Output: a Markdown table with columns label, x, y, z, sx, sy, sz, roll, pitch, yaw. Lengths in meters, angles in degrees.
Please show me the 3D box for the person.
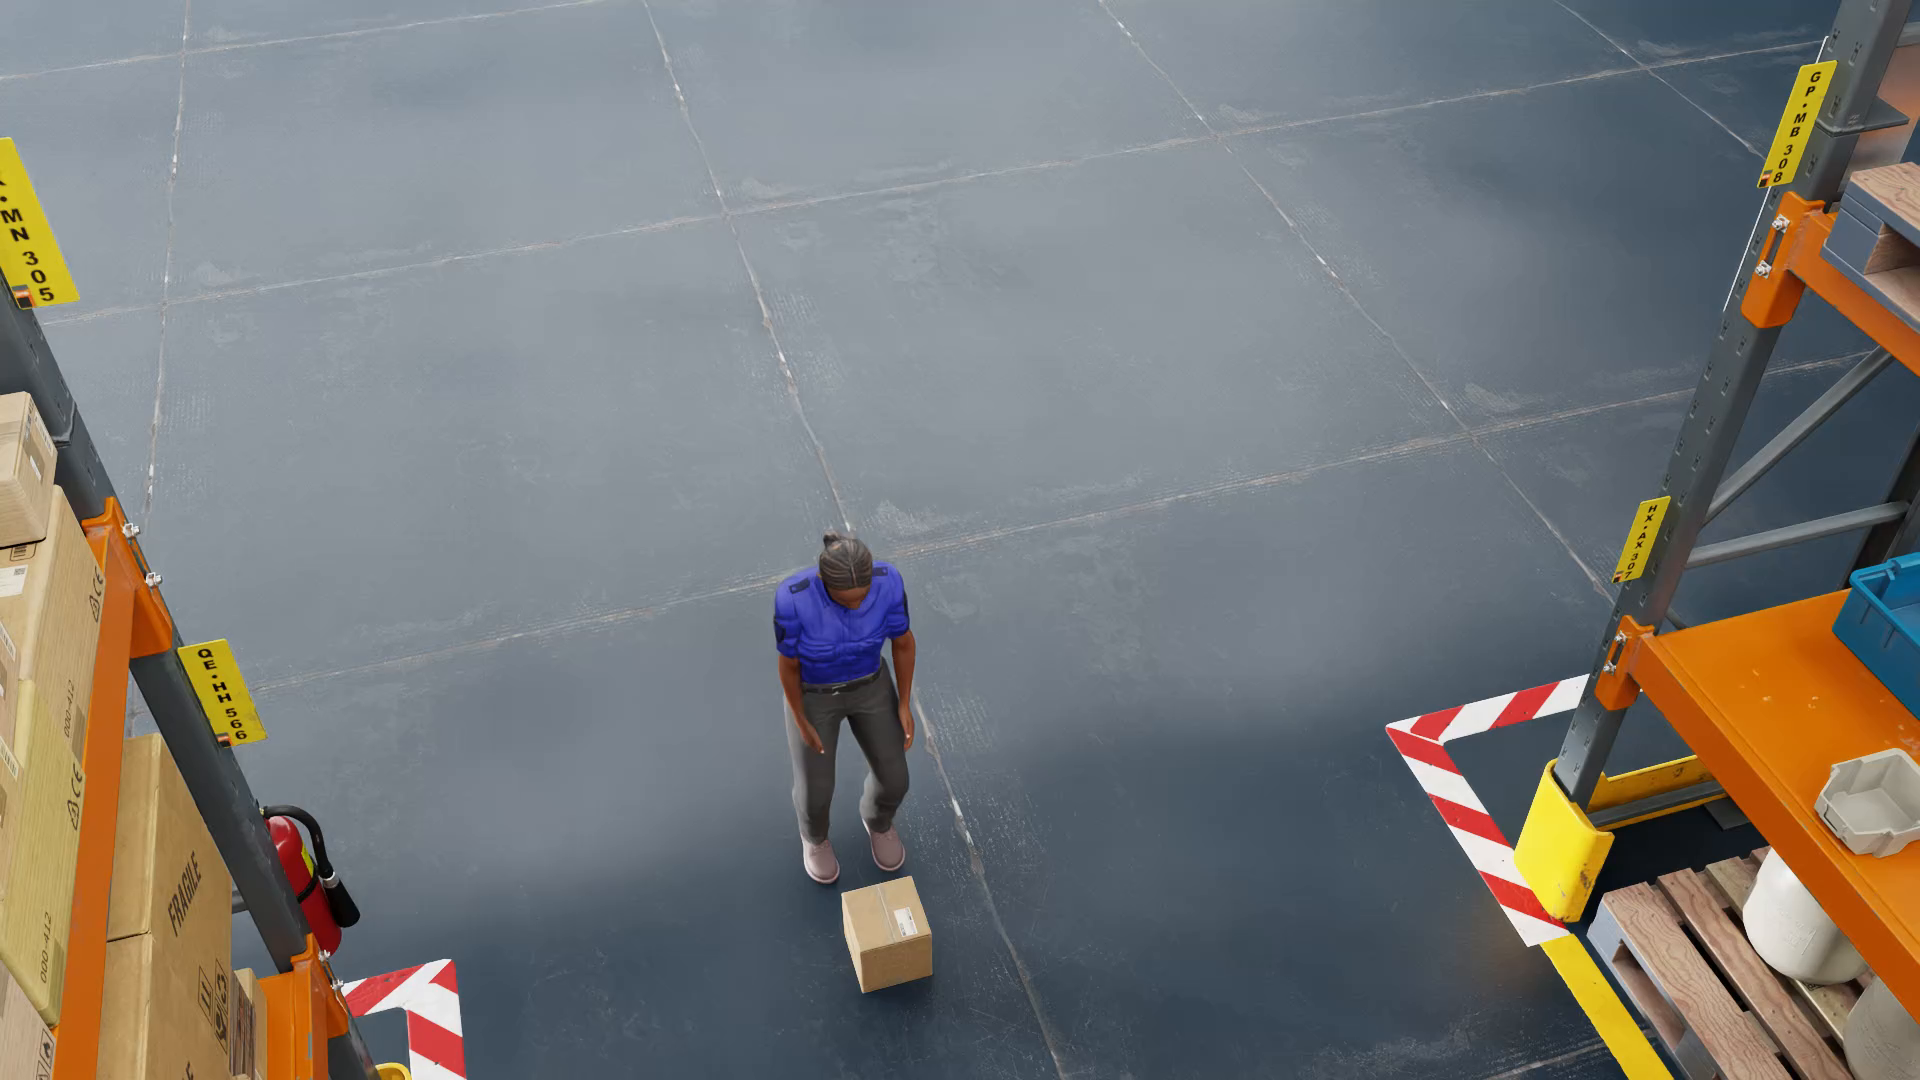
| label | x | y | z | sx | sy | sz | roll | pitch | yaw |
| --- | --- | --- | --- | --- | --- | --- | --- | --- | --- |
| person | -0.374 | 0.544 | 5.624 | 0.461 | 1.599 | 0.393 | -11 | 44 | -12 |
